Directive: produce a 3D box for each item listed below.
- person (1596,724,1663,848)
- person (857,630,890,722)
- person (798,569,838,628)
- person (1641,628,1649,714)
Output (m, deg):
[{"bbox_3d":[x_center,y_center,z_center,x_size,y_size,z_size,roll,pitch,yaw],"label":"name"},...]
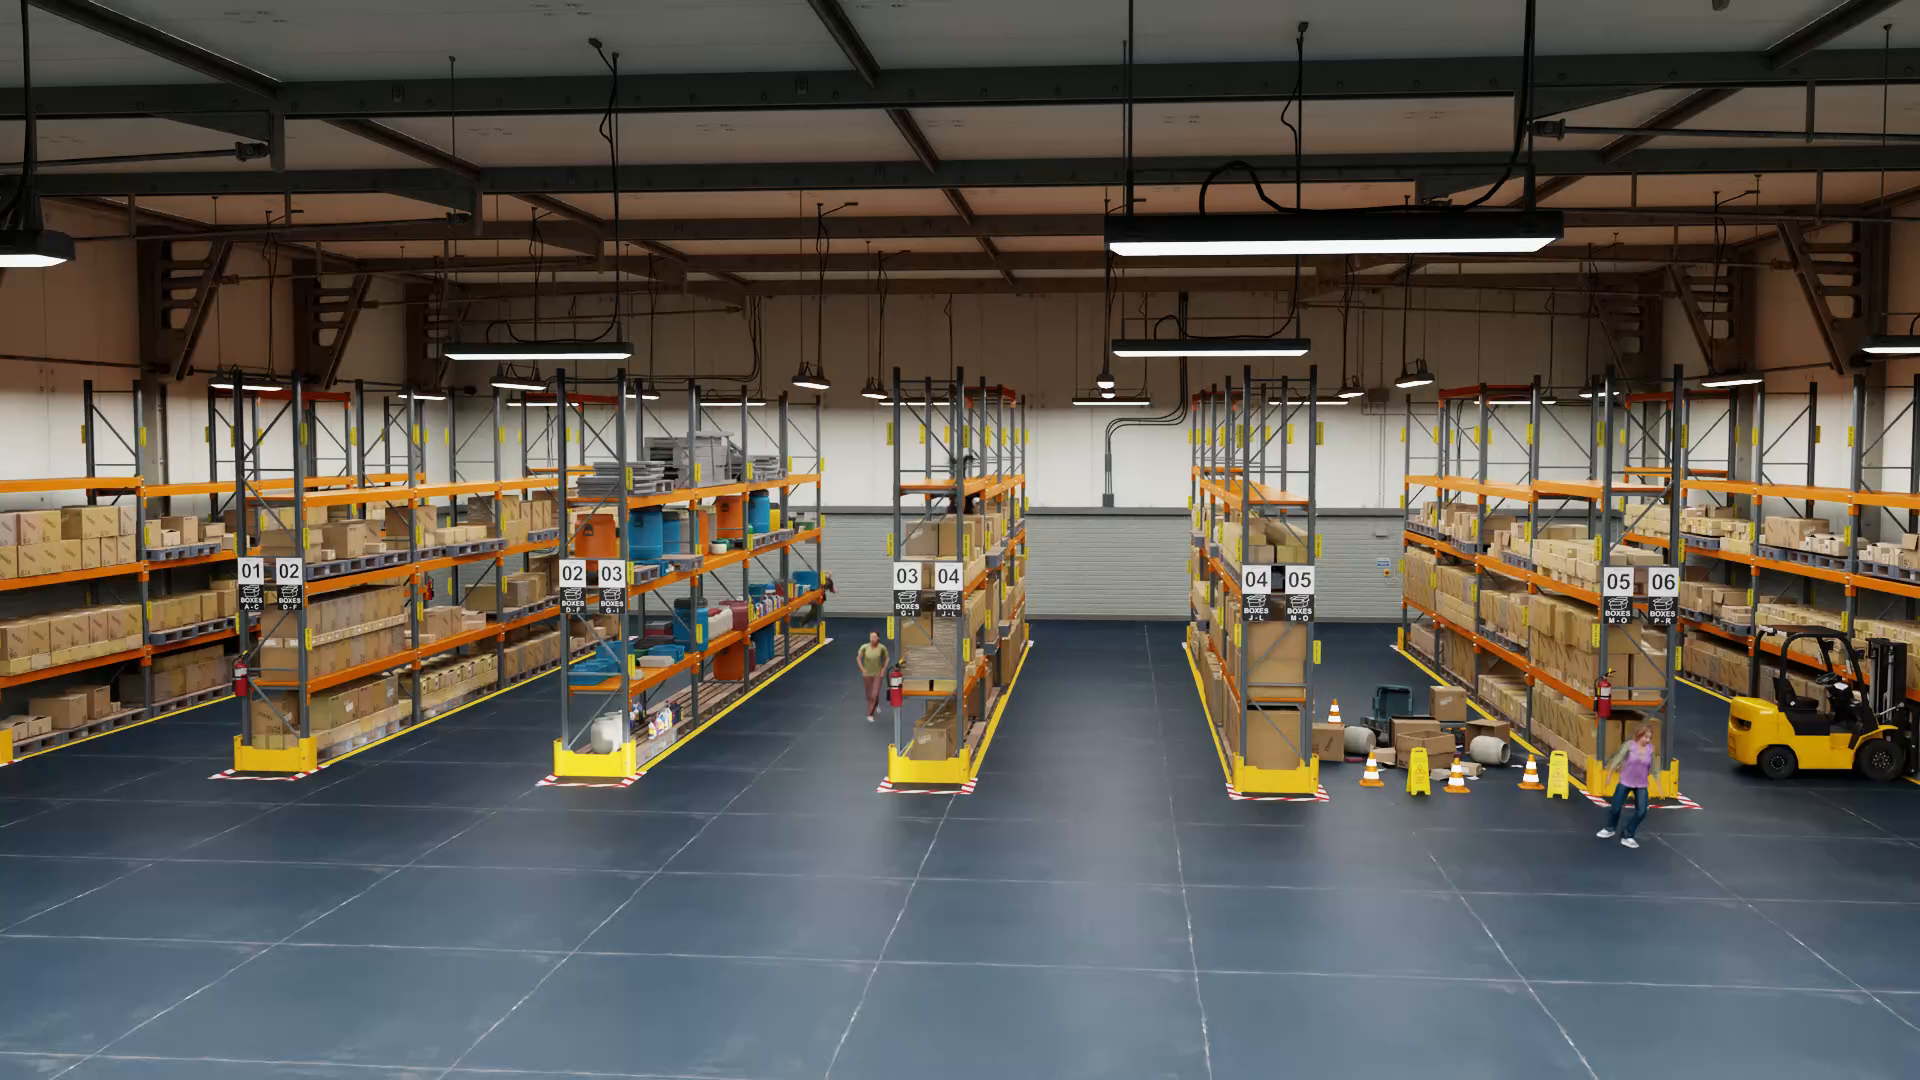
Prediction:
[{"bbox_3d":[8.170,2.976,20.282,0.668,1.526,0.580,0,4,4],"label":"person"},{"bbox_3d":[-1.528,2.382,29.405,0.575,1.622,0.571,0,4,1],"label":"person"},{"bbox_3d":[-3.668,1.530,42.947,1.185,1.548,0.735,3,4,37],"label":"person"},{"bbox_3d":[11.931,2.330,29.399,0.575,1.666,0.848,0,4,3],"label":"person"}]
